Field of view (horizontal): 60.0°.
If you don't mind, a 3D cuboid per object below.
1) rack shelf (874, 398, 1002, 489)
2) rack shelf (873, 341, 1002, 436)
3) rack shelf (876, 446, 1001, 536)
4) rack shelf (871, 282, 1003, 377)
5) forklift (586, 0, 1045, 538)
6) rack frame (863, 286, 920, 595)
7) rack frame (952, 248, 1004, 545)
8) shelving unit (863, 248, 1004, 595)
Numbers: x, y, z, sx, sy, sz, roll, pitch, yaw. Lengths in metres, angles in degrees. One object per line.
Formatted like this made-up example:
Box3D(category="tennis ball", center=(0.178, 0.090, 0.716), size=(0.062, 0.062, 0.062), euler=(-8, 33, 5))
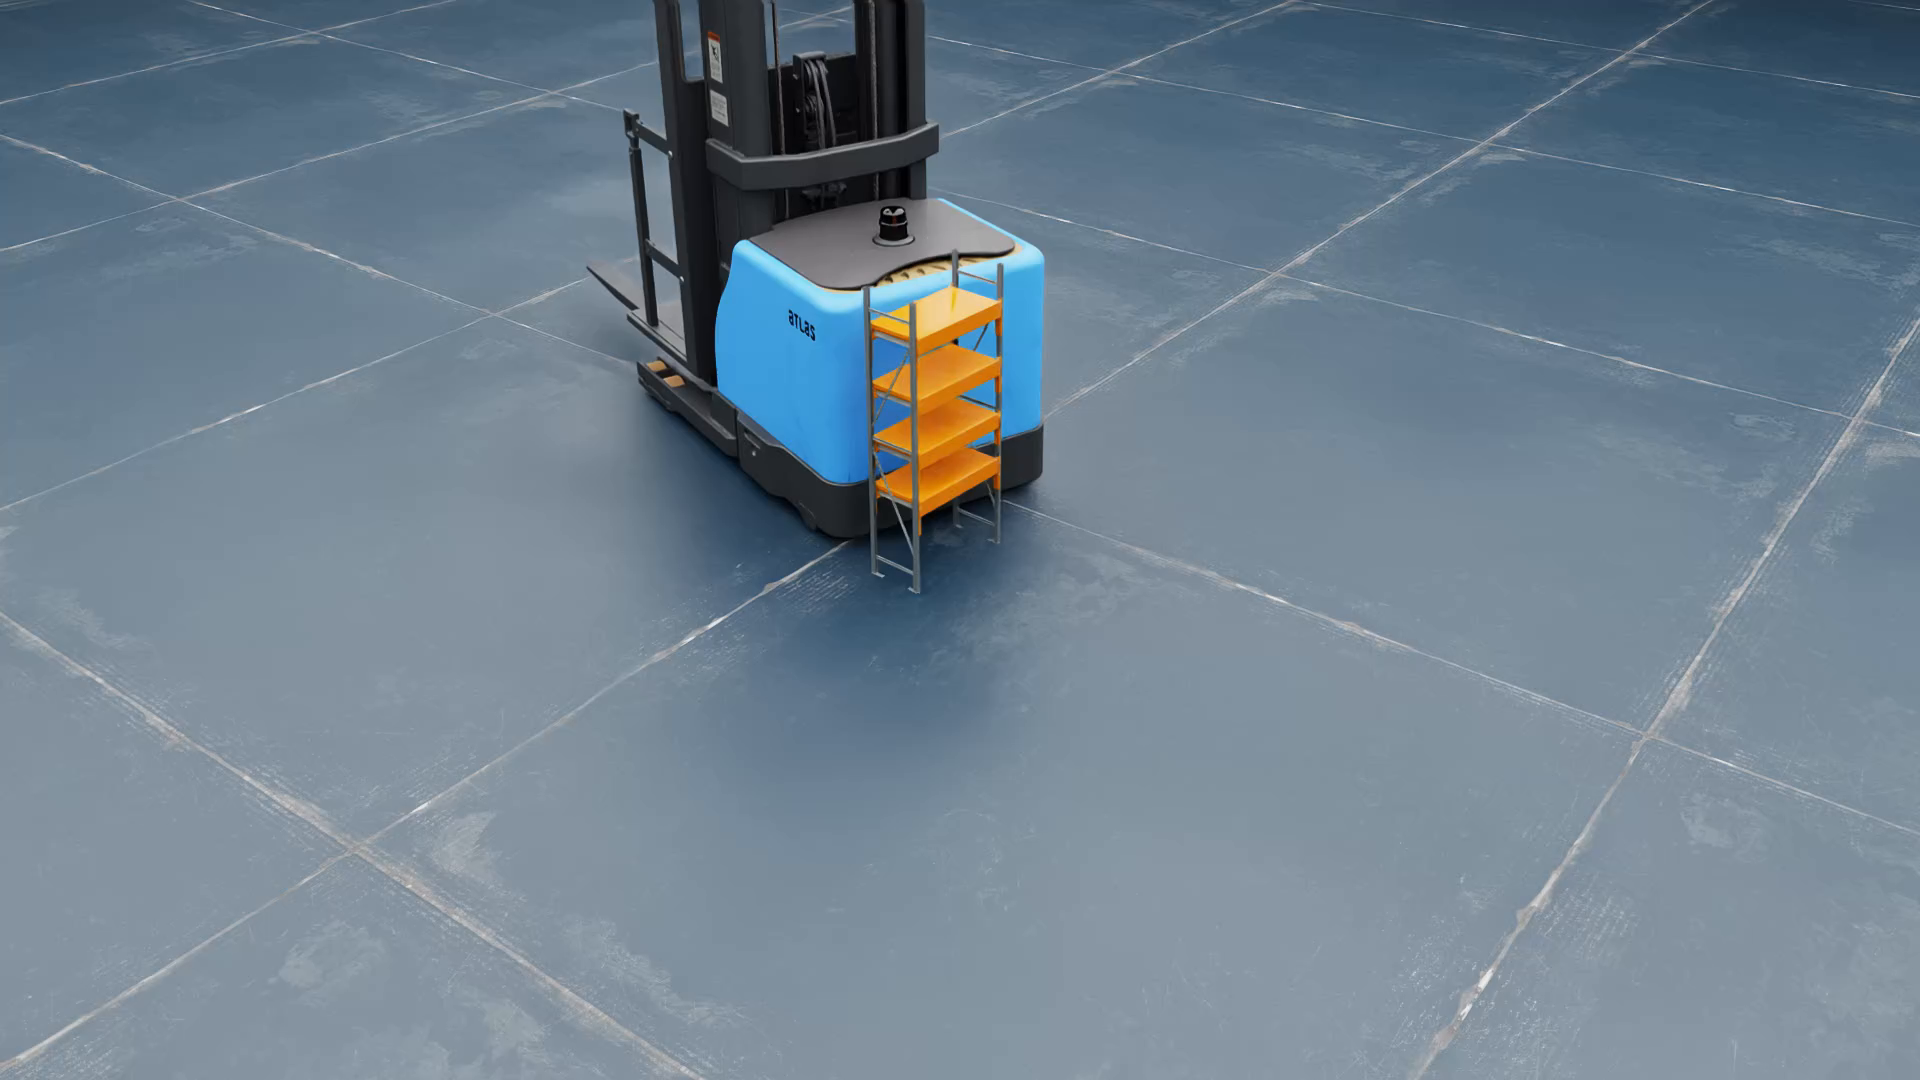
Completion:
Box3D(category="rack shelf", center=(-0.092, -0.384, 6.353), size=(0.258, 0.148, 0.480), euler=(23, 38, 34))
Box3D(category="rack shelf", center=(-0.092, -0.576, 6.239), size=(0.258, 0.148, 0.480), euler=(23, 38, 34))
Box3D(category="rack shelf", center=(-0.092, -0.213, 6.454), size=(0.258, 0.148, 0.480), euler=(23, 38, 34))
Box3D(category="rack shelf", center=(-0.092, -0.780, 6.118), size=(0.258, 0.148, 0.480), euler=(23, 38, 34))
Box3D(category="forklift", center=(-0.871, -1.979, 7.214), size=(1.130, 2.935, 3.031), euler=(-18, 35, -28))
Box3D(category="rack frame", center=(-0.249, -0.347, 6.158), size=(0.240, 1.200, 0.015), euler=(23, 38, 34))
Box3D(category="rack frame", center=(0.066, -0.537, 6.479), size=(0.240, 1.200, 0.015), euler=(23, 38, 34))
Box3D(category="shelving unit", center=(-0.092, -0.442, 6.319), size=(0.258, 1.200, 0.503), euler=(23, 38, 34))
